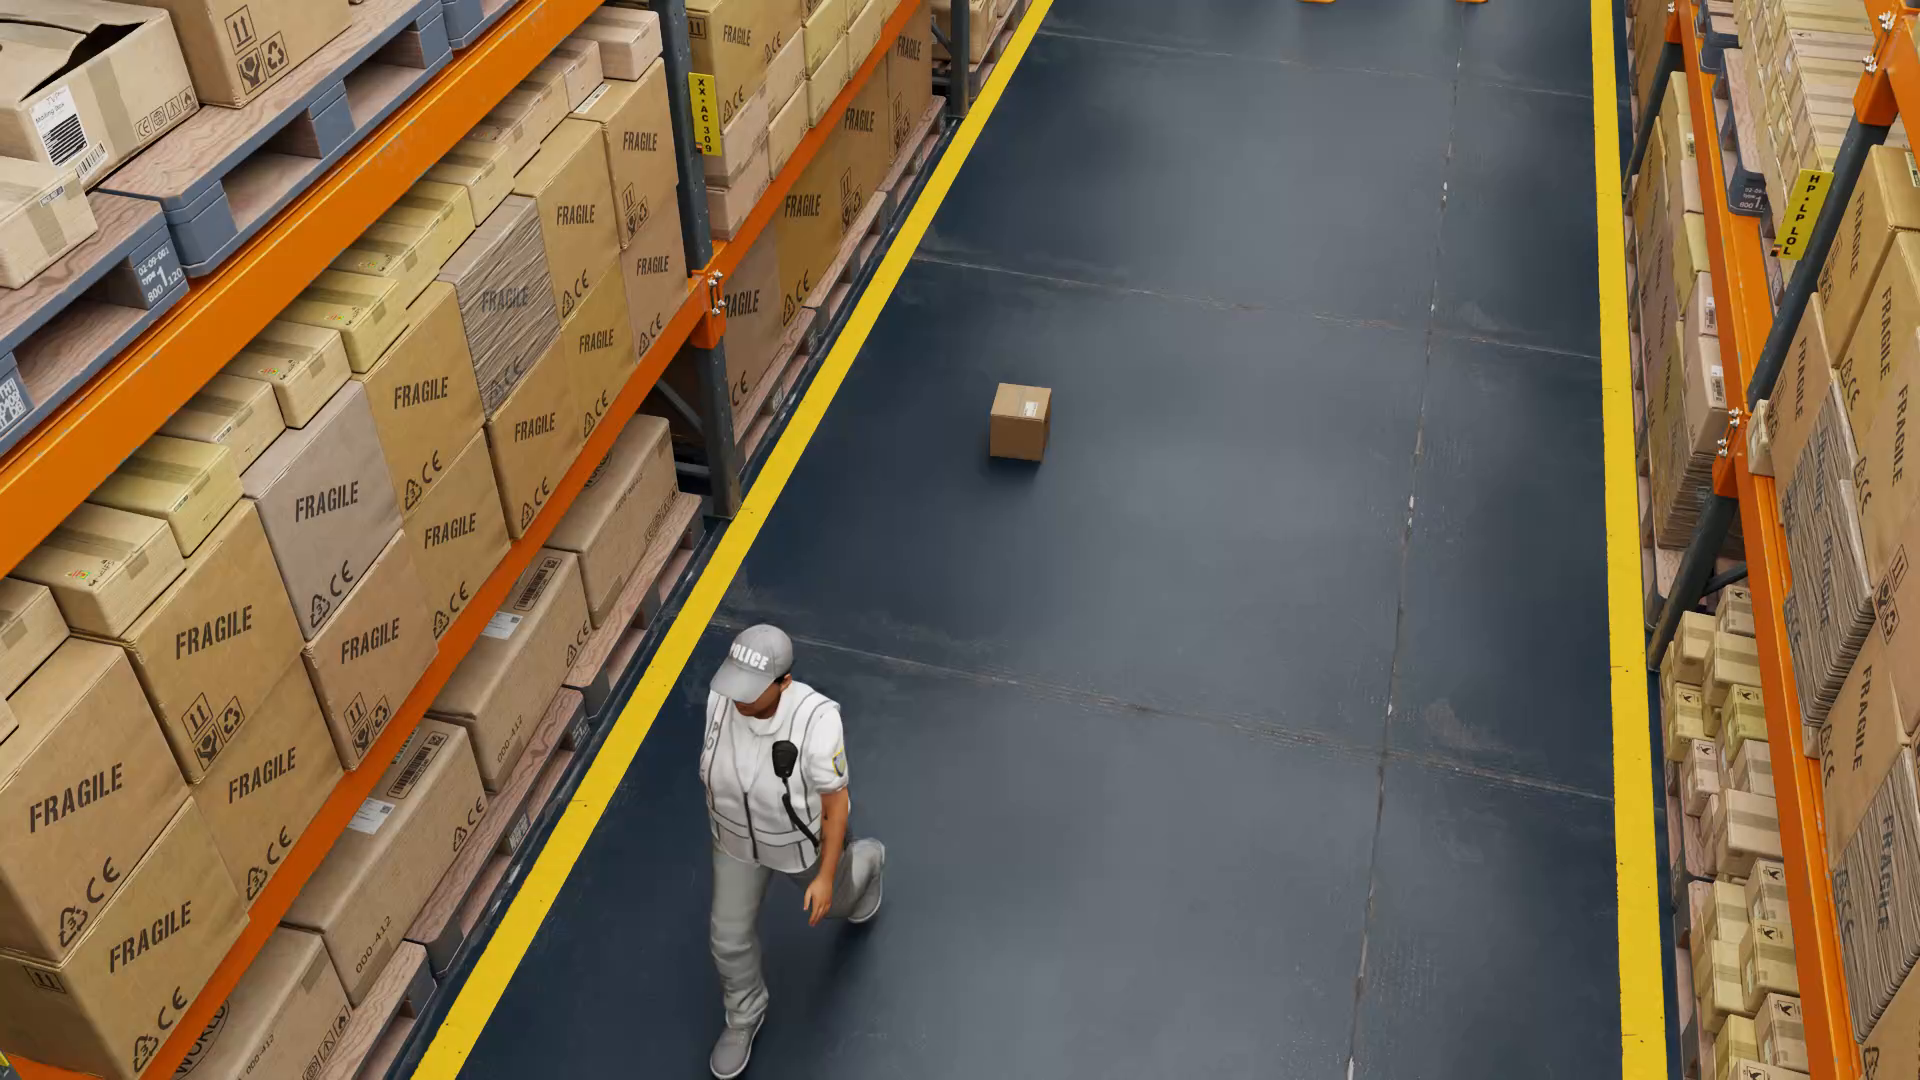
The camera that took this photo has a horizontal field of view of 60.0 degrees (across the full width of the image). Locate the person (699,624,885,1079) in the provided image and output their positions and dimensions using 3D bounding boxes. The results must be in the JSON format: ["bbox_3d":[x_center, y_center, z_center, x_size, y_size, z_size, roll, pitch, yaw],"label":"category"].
[{"bbox_3d":[-0.540,0.871,5.155,0.479,1.607,0.949,11,43,13],"label":"person"}]
